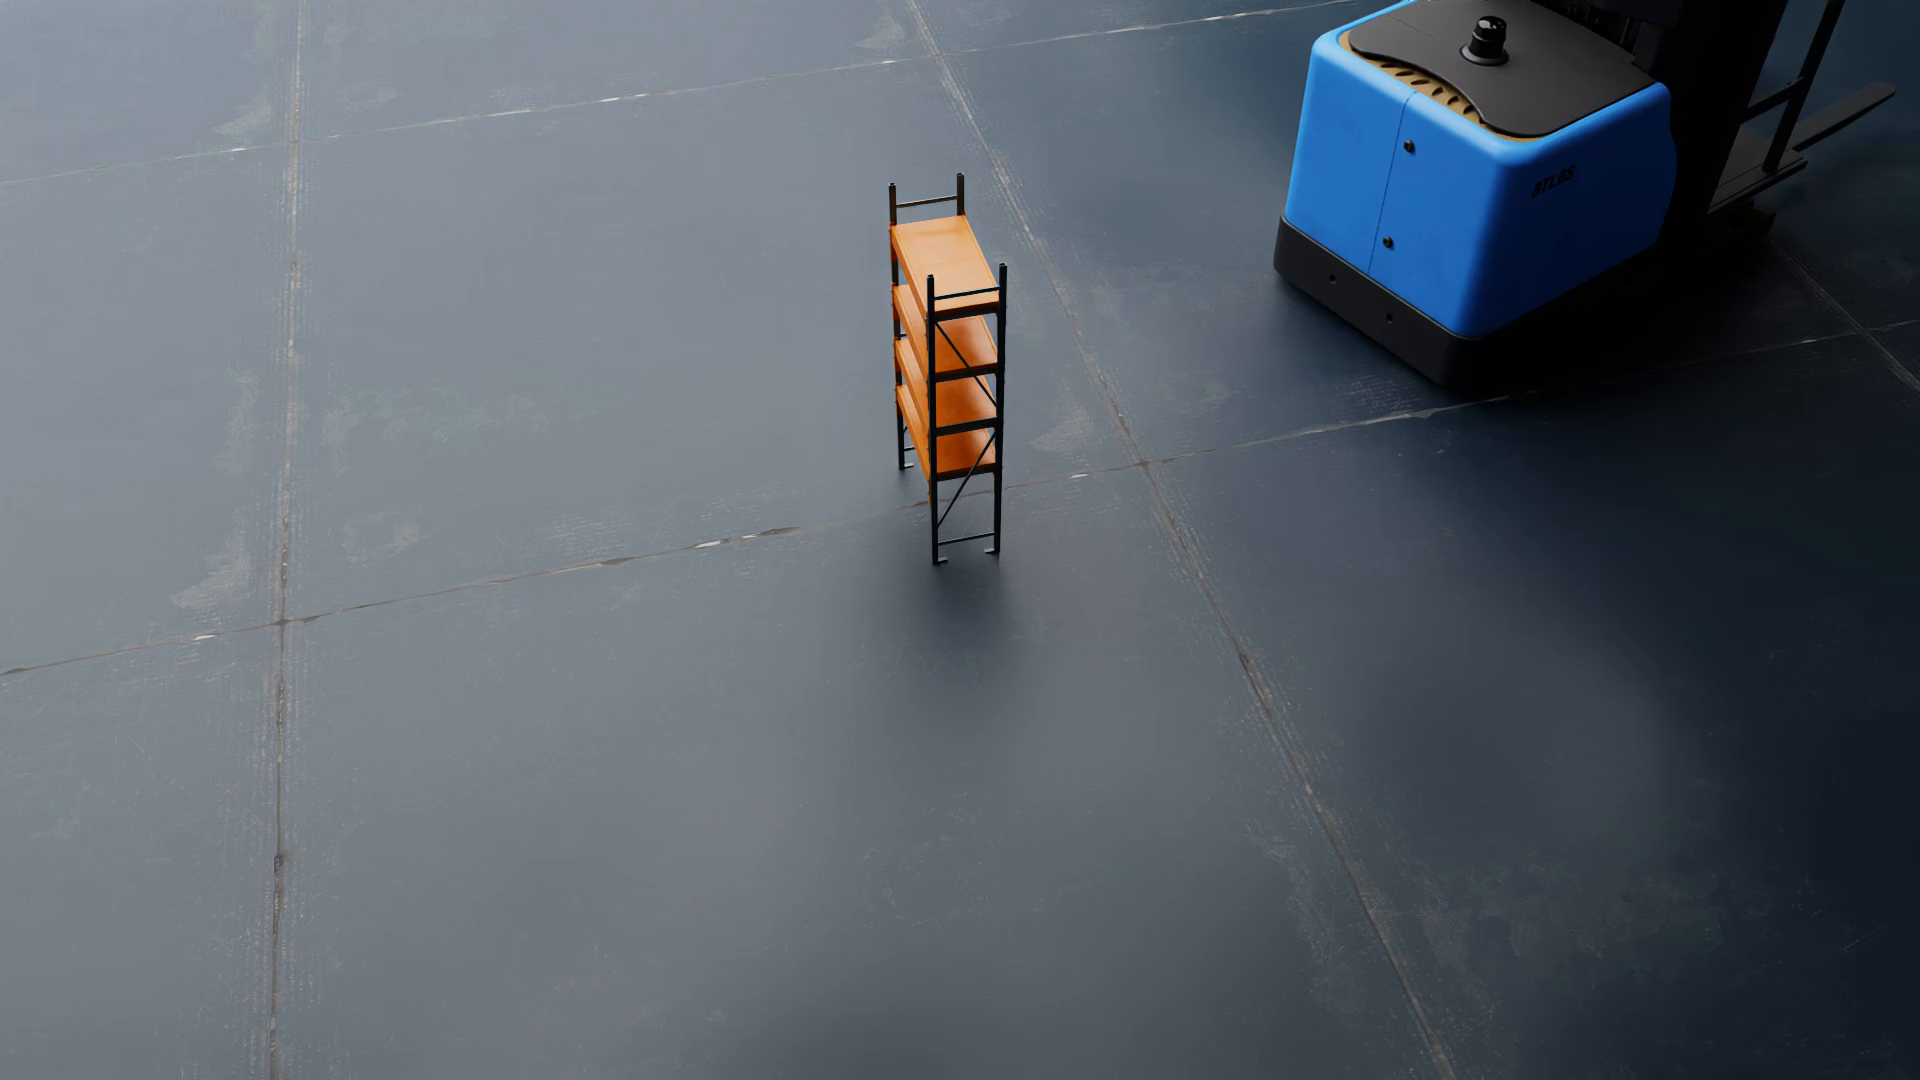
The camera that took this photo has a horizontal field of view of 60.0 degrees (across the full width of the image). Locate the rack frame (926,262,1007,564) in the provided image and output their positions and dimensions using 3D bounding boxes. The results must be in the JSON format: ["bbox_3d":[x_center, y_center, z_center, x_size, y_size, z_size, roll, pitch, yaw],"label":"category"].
[{"bbox_3d":[0.020,-0.366,5.268,0.240,1.200,0.015,-11,47,-10],"label":"rack frame"}]

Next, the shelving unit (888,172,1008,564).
[{"bbox_3d":[-0.042,-0.534,5.433,0.258,1.200,0.503,-11,47,-10],"label":"shelving unit"}]

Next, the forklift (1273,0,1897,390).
[{"bbox_3d":[2.759,-2.441,6.090,3.031,2.935,1.130,-28,52,-24],"label":"forklift"}]

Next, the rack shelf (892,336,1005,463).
[{"bbox_3d":[-0.042,-0.487,5.482,0.258,0.148,0.480,-11,47,-10],"label":"rack shelf"}]

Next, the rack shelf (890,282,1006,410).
[{"bbox_3d":[-0.042,-0.644,5.322,0.258,0.148,0.480,-11,47,-10],"label":"rack shelf"}]

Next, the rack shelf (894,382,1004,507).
[{"bbox_3d":[-0.042,-0.348,5.623,0.258,0.148,0.480,-11,47,-10],"label":"rack shelf"}]

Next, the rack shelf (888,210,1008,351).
[{"bbox_3d":[-0.042,-0.809,5.153,0.258,0.148,0.480,-11,47,-10],"label":"rack shelf"}]

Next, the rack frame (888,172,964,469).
[{"bbox_3d":[-0.105,-0.703,5.599,0.240,1.200,0.015,-11,47,-10],"label":"rack frame"}]
